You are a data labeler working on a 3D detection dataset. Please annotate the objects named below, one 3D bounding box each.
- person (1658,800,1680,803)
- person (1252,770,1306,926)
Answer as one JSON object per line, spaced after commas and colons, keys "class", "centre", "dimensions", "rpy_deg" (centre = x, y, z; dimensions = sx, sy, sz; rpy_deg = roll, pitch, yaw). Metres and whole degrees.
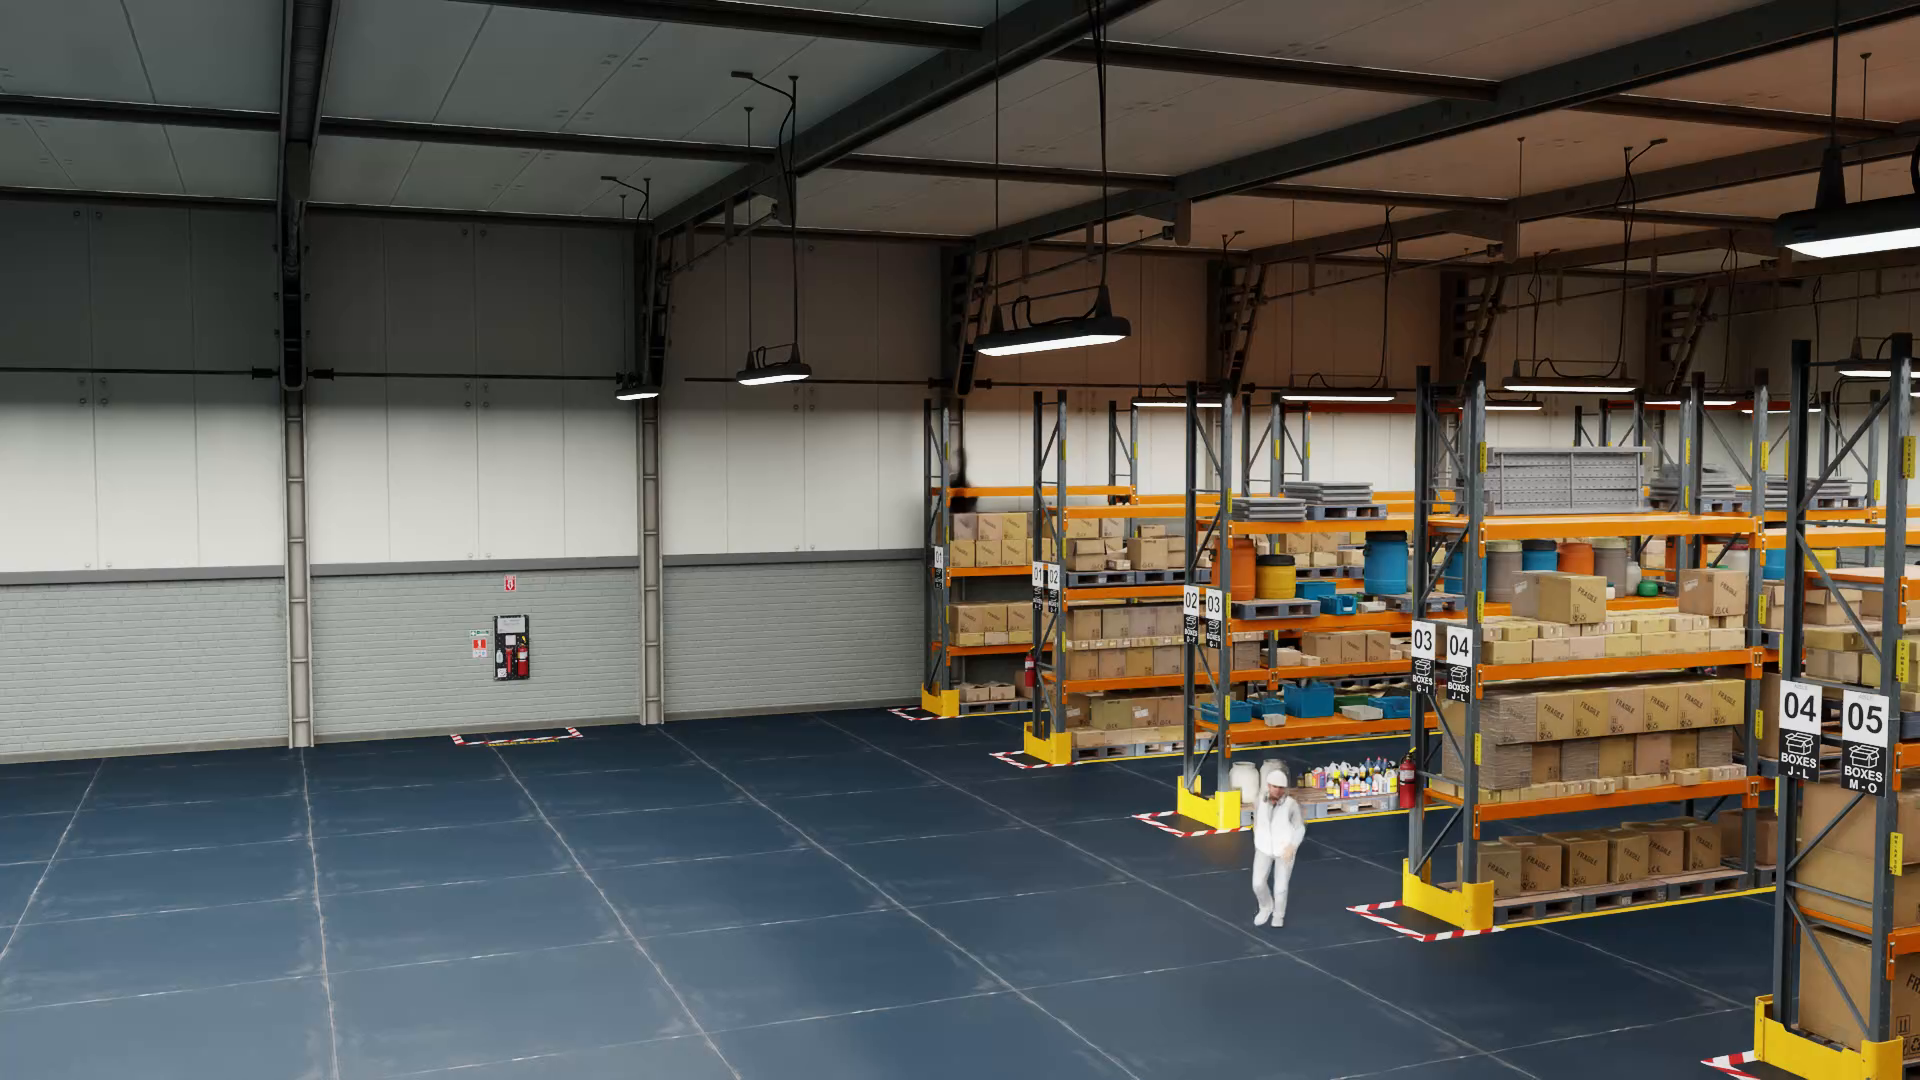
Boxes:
{"class": "person", "centre": [10.115, 2.888, 23.686], "dimensions": [0.689, 1.753, 0.662], "rpy_deg": [-2, 4, -30]}
{"class": "person", "centre": [3.325, 3.259, 17.460], "dimensions": [0.621, 1.721, 0.804], "rpy_deg": [1, 4, 22]}
